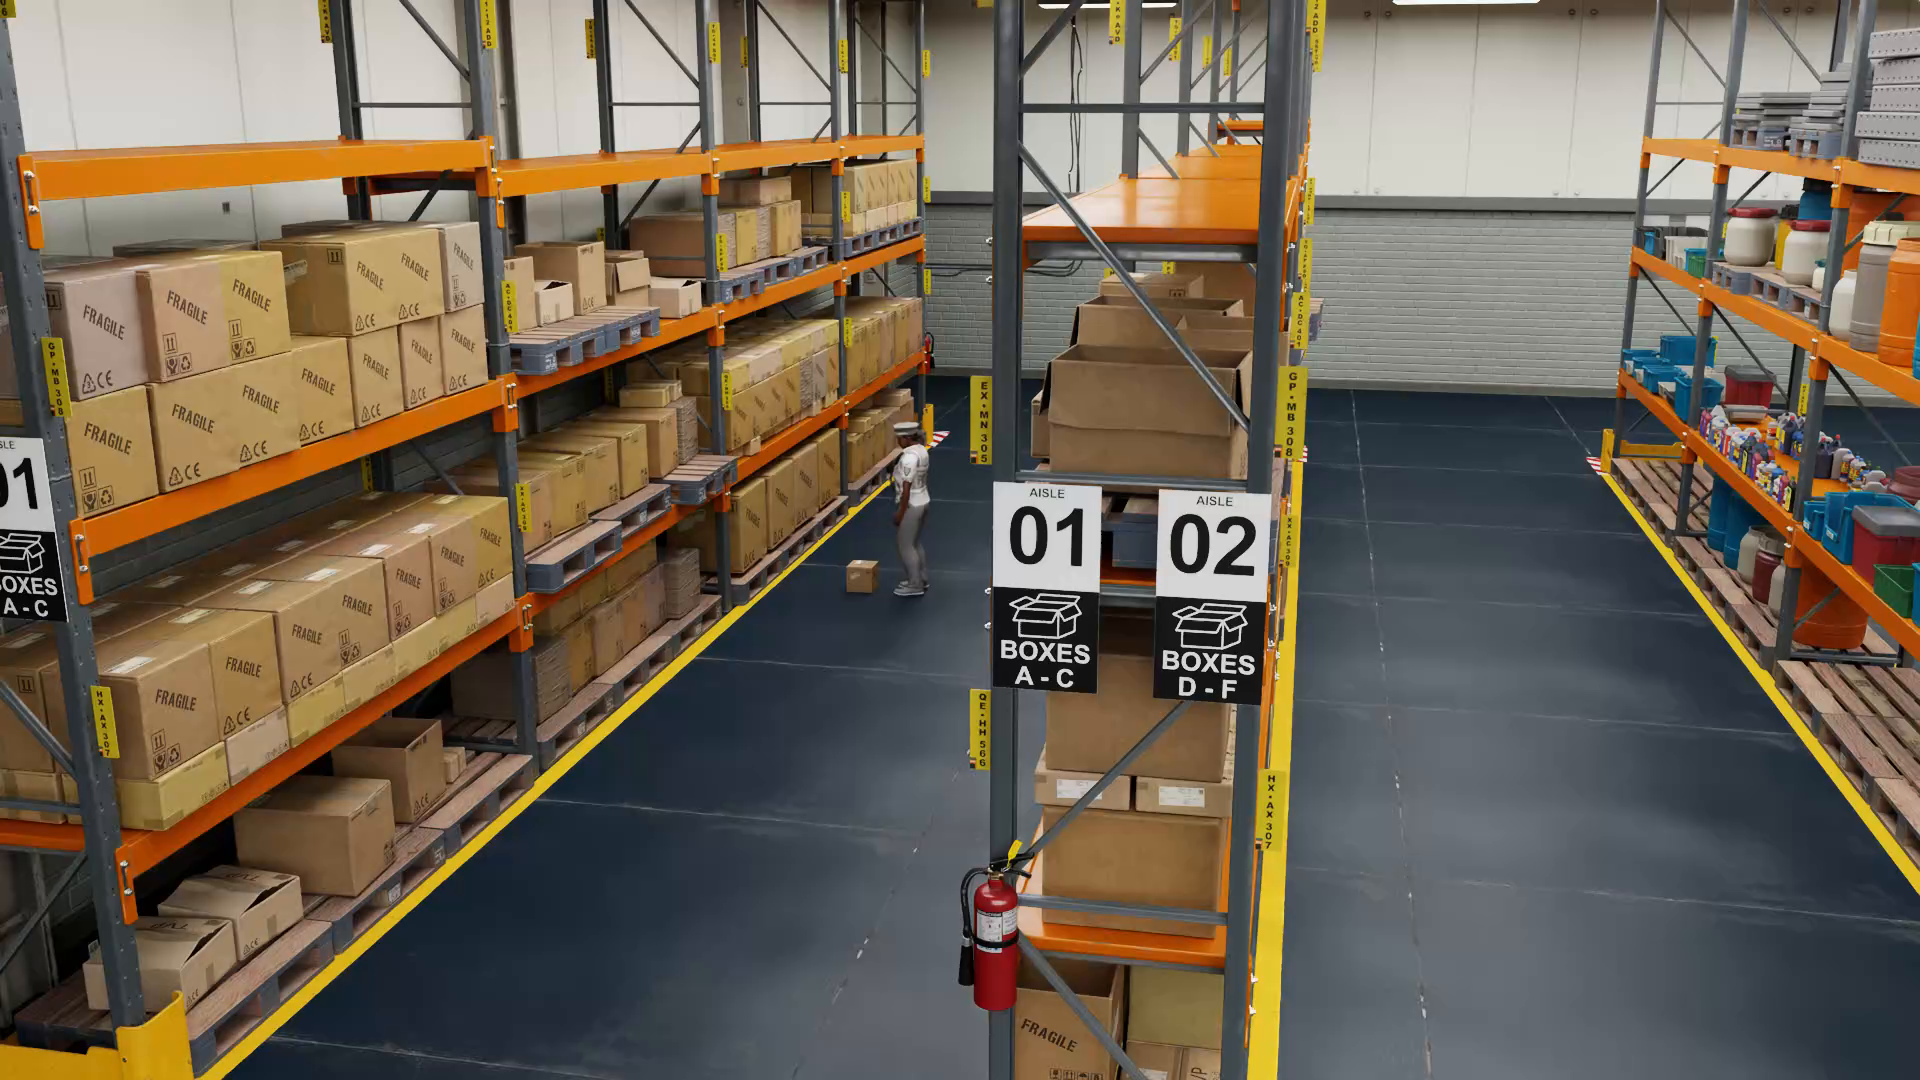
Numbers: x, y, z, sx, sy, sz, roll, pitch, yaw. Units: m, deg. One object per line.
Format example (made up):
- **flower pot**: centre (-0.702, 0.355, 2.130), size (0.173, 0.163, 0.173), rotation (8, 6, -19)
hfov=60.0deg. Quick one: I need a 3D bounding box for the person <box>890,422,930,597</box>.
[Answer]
- **person**: centre (-0.465, -0.295, 15.663), size (0.336, 1.653, 0.440), rotation (3, 15, 12)
